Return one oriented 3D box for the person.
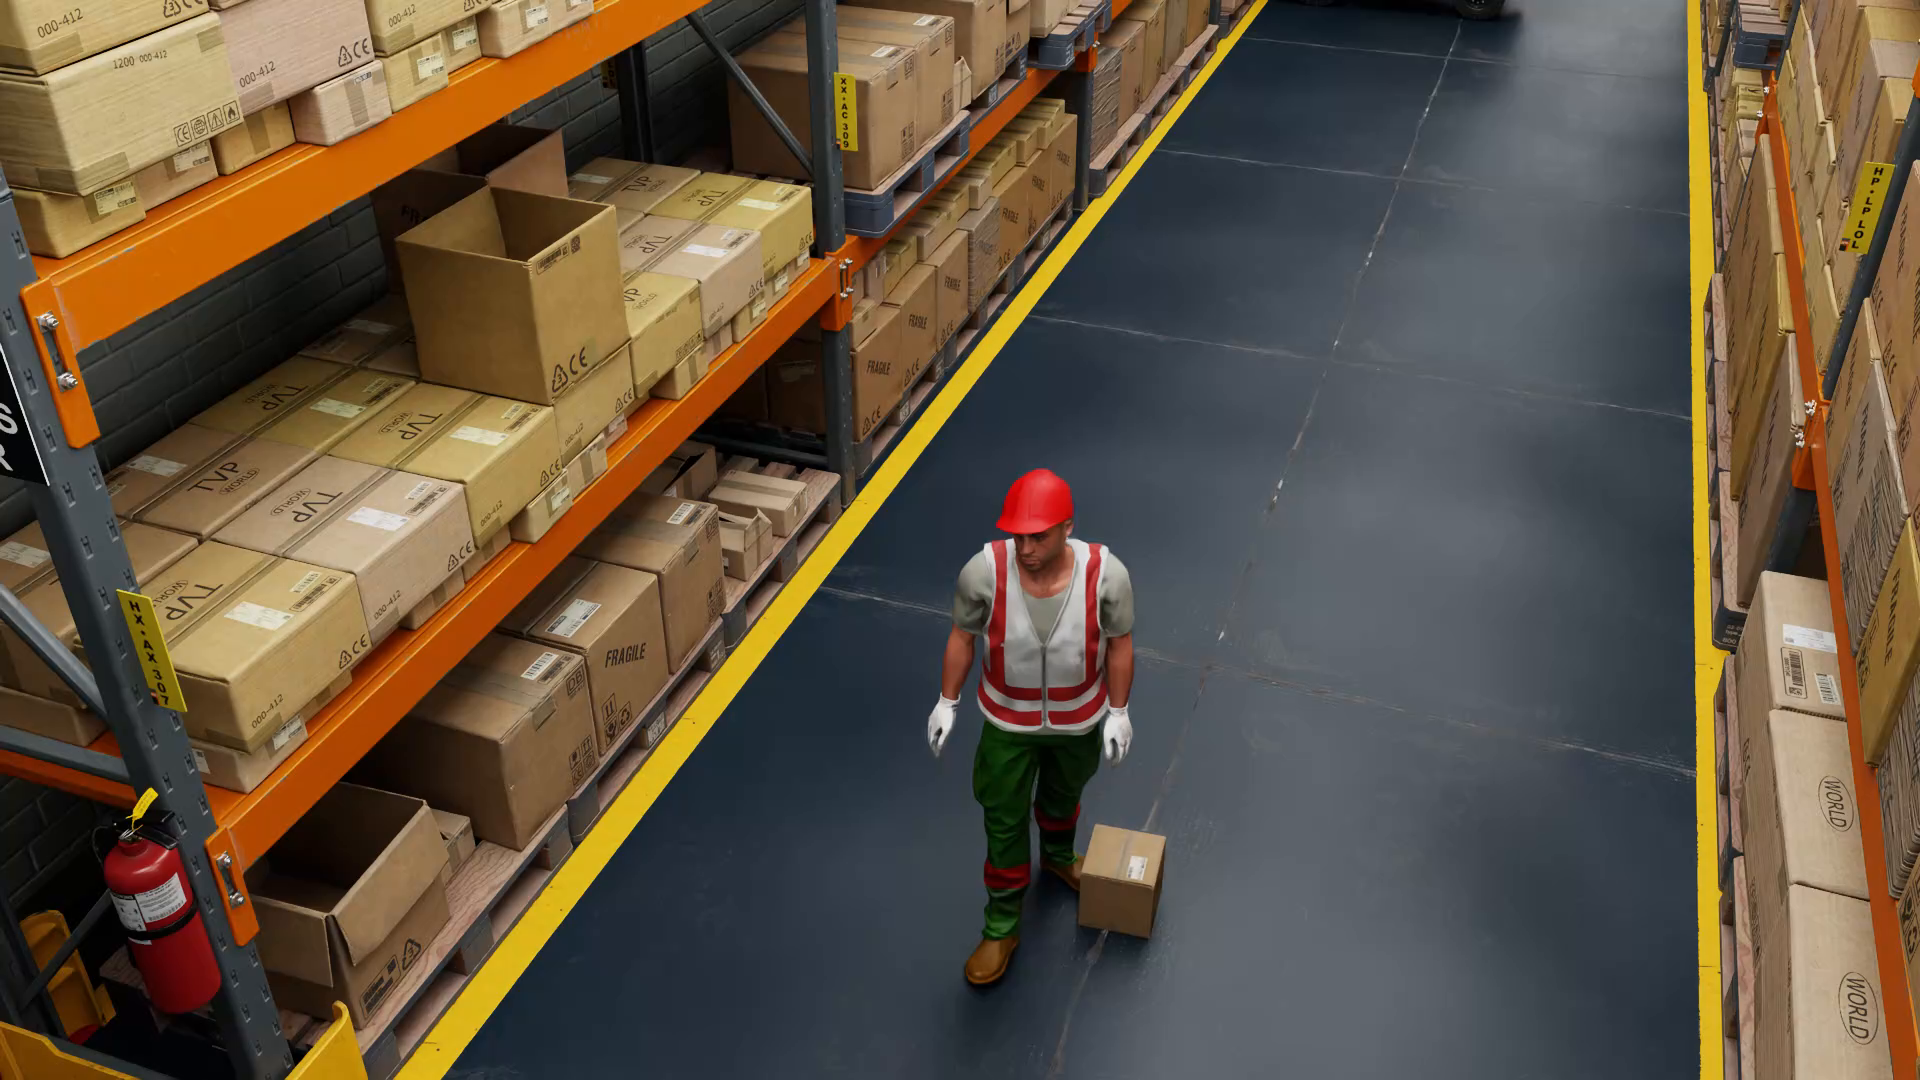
[{"bbox_3d":[0.222,0.570,5.232,0.649,1.790,0.639,-1,33,-2],"label":"person"}]
